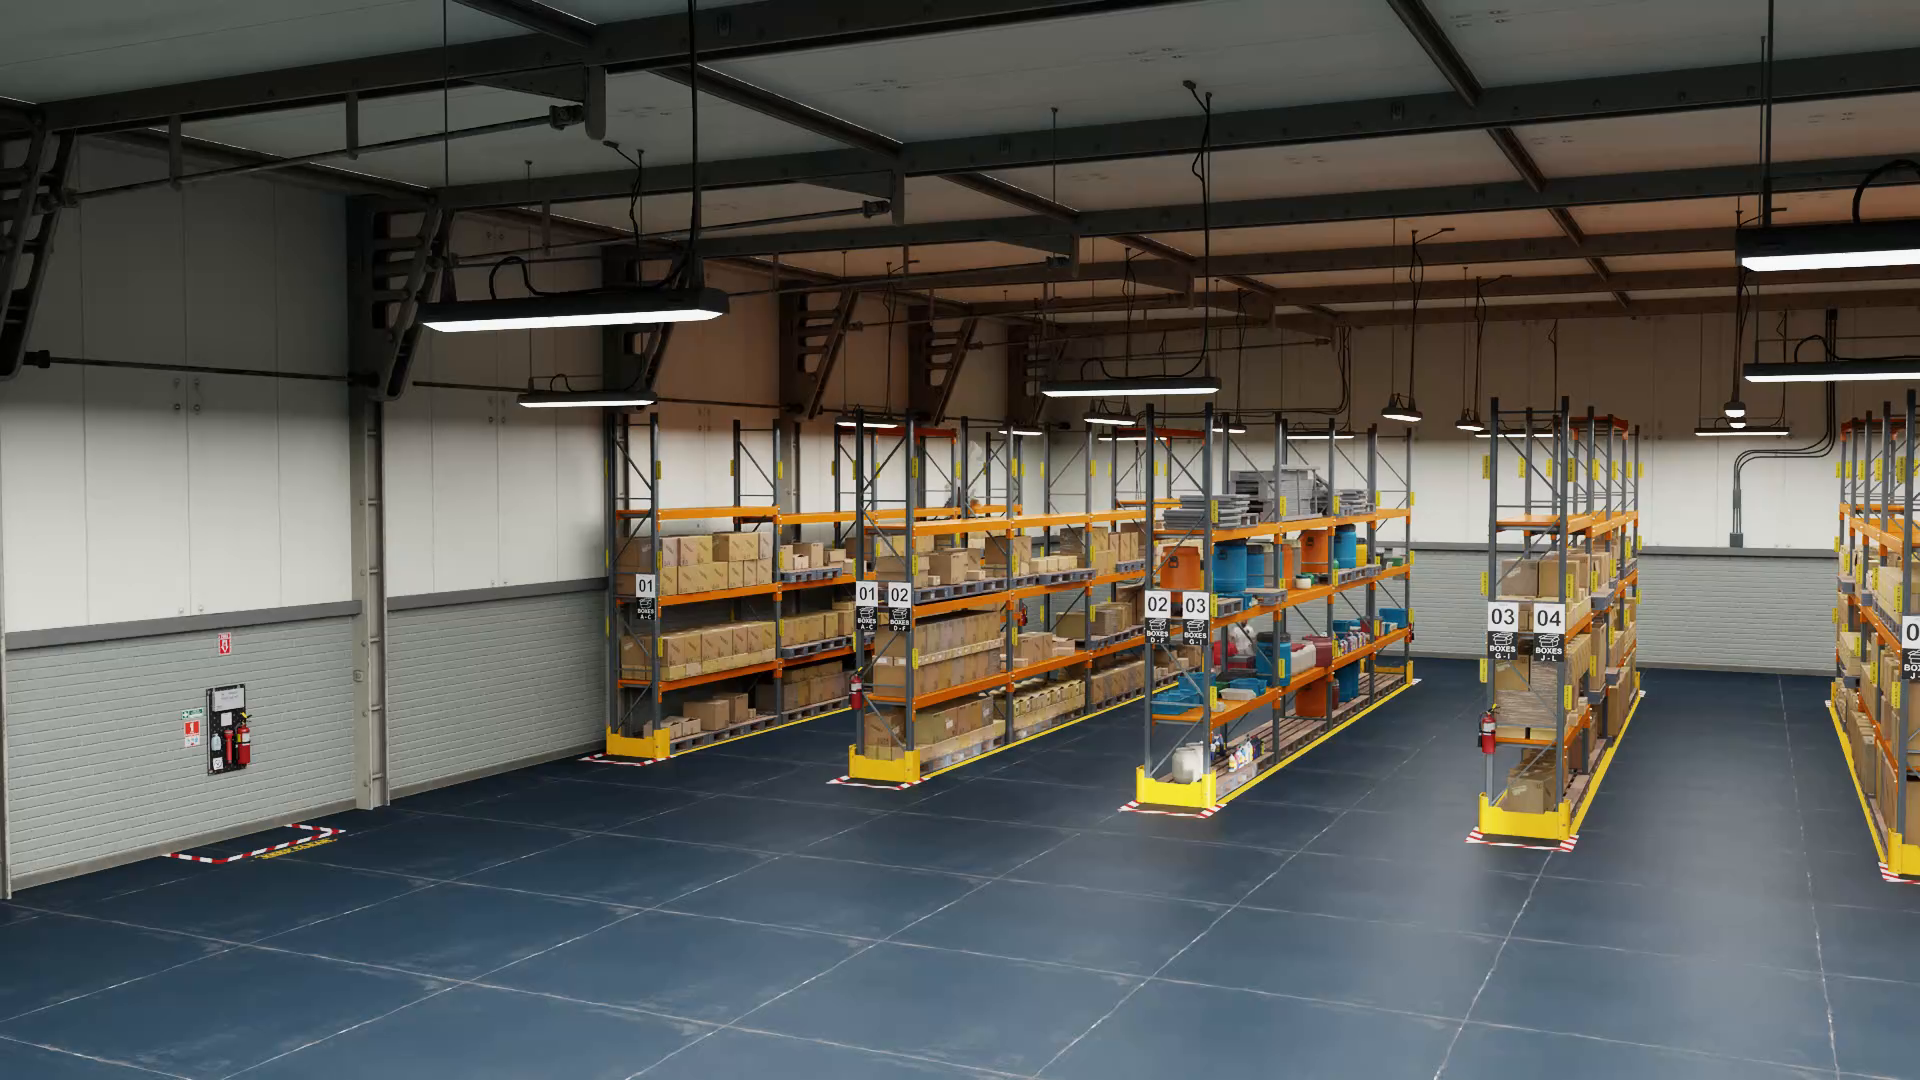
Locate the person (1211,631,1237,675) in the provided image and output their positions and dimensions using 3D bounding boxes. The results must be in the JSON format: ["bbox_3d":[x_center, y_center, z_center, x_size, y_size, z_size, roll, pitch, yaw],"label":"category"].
[{"bbox_3d":[5.334,2.695,33.837,0.653,1.748,0.921,1,3,24],"label":"person"}]

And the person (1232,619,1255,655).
[{"bbox_3d":[6.643,2.557,38.949,0.539,1.621,0.647,0,2,7],"label":"person"}]
